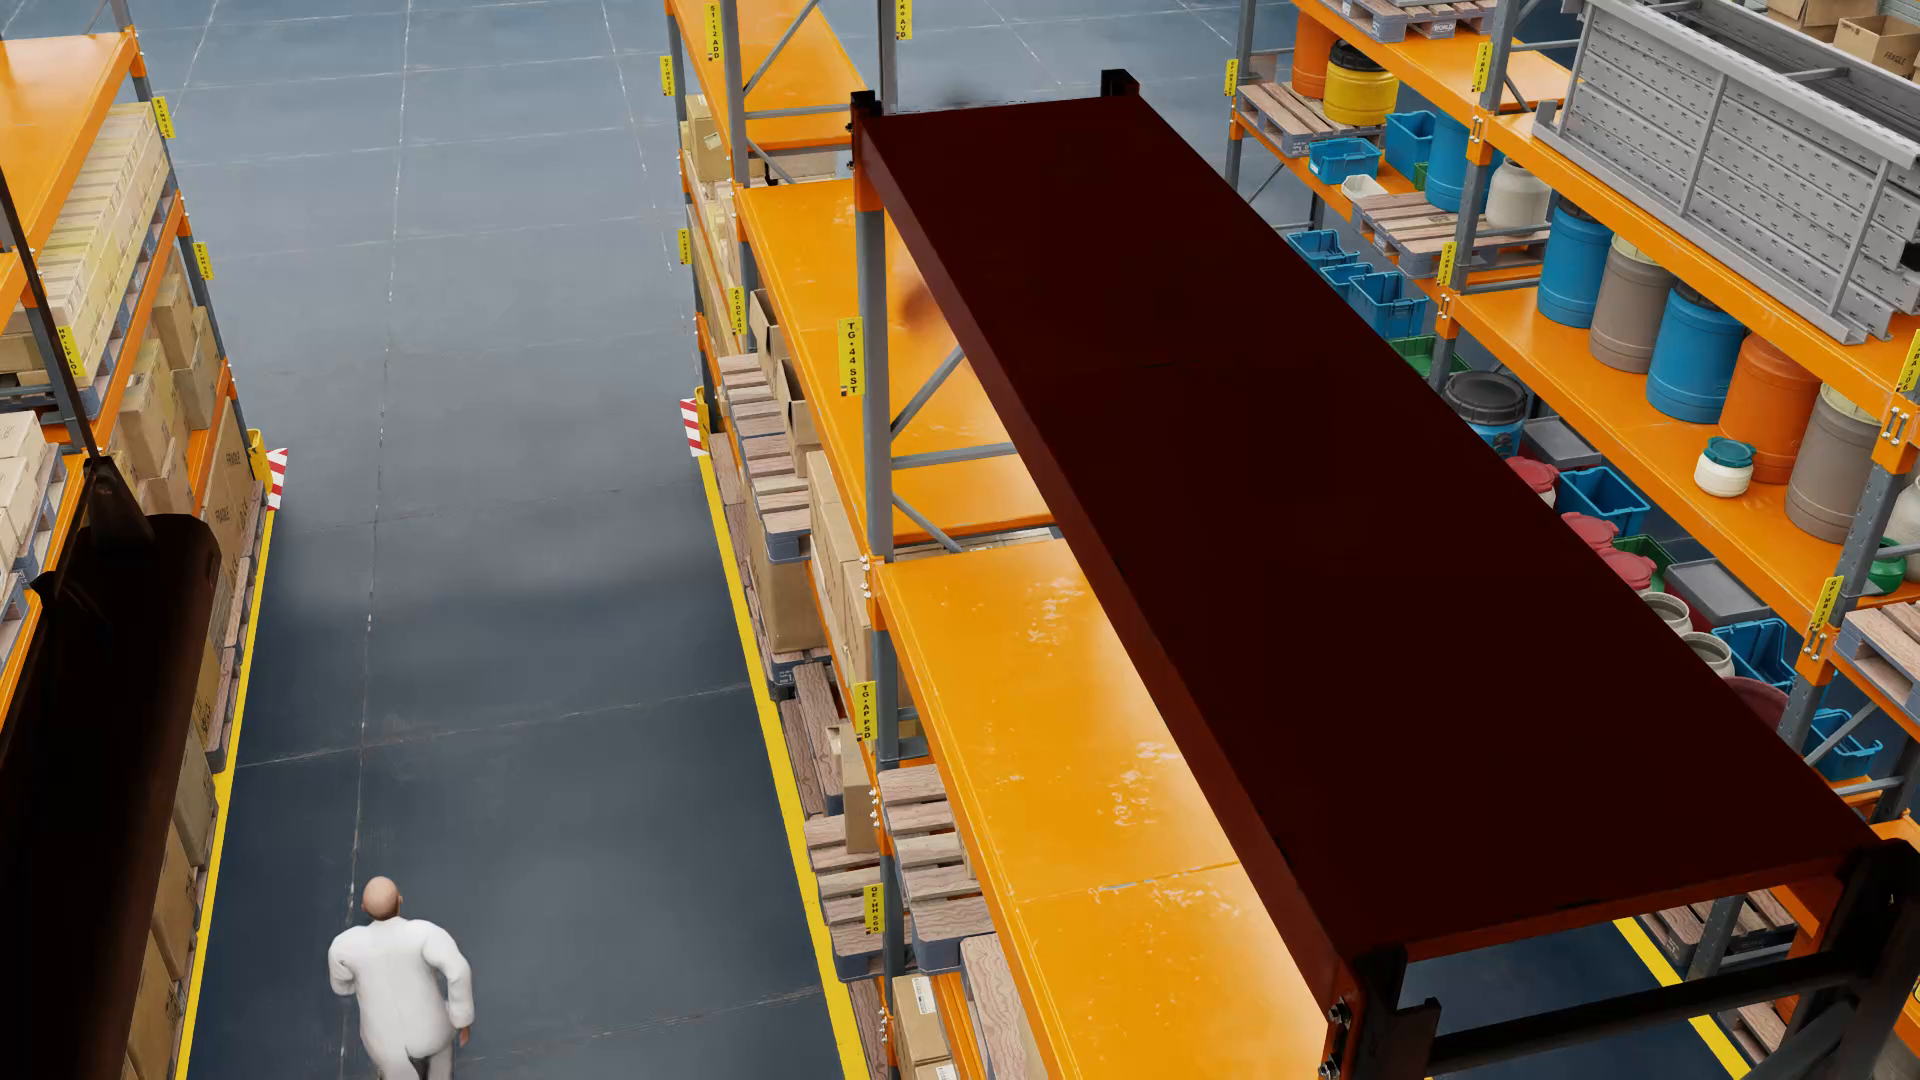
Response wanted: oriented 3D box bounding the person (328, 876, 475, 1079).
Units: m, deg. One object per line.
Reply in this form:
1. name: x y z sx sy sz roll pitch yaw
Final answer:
1. person: -2.794 2.442 8.524 0.694 1.719 0.778 -9 36 -14
